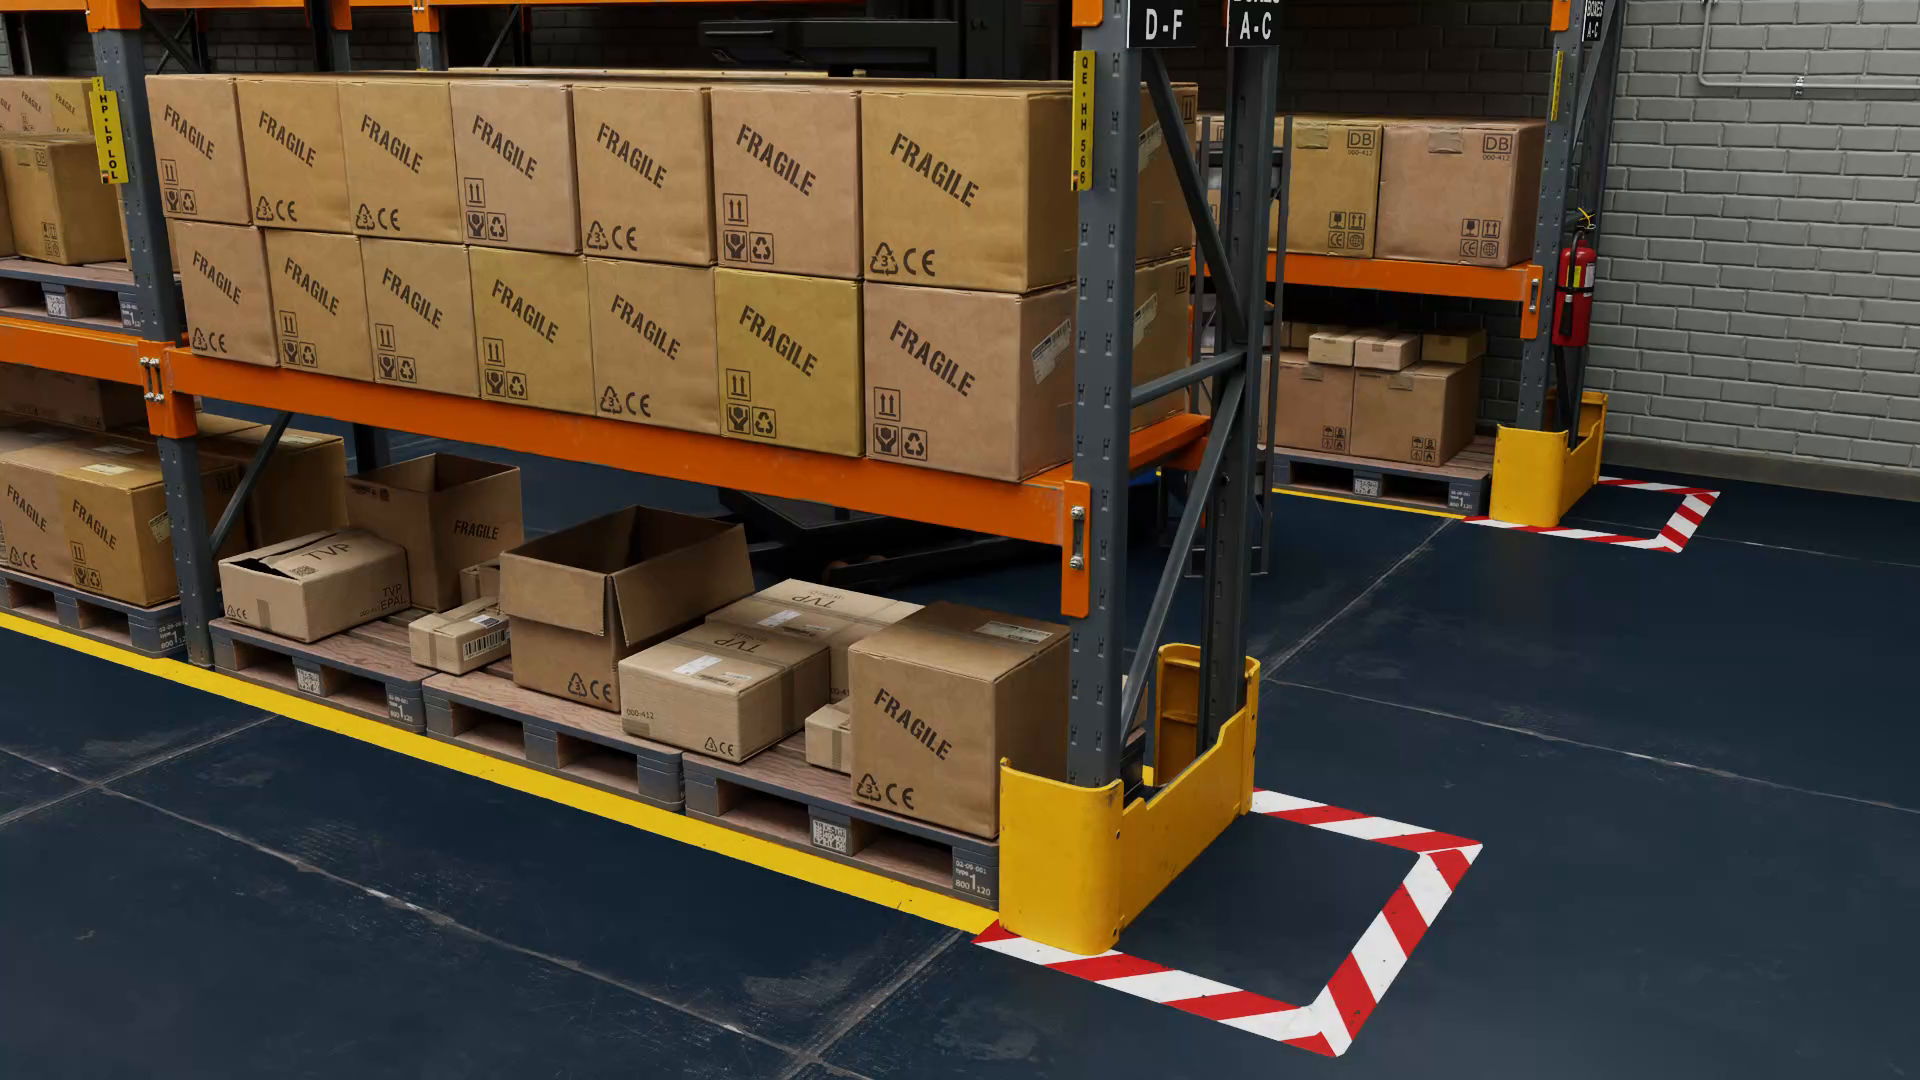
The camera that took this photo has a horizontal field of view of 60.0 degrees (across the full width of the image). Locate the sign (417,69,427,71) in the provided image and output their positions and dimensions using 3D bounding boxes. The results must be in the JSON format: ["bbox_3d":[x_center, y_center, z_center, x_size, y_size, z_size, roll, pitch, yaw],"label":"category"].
[{"bbox_3d":[-3.900,-3.262,12.104,0.005,0.325,0.100,10,20,30],"label":"sign"}]

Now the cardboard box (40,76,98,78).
[{"bbox_3d":[-8.184,-4.067,15.543,0.500,0.500,0.500,11,20,32],"label":"cardboard box"}]

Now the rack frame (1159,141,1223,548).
[{"bbox_3d":[1.186,-0.973,7.970,0.400,2.100,0.015,-2,17,-7],"label":"rack frame"}]

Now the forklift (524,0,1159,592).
[{"bbox_3d":[-0.542,-1.313,7.660,3.031,2.935,1.130,-9,19,-28],"label":"forklift"}]

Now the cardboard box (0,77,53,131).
[{"bbox_3d":[-8.449,-3.936,15.112,0.500,0.500,0.500,9,19,28],"label":"cardboard box"}]

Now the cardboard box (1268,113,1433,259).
[{"bbox_3d":[2.128,-1.992,9.261,0.700,0.700,0.980,10,20,30],"label":"cardboard box"}]

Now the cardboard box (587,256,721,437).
[{"bbox_3d":[-0.786,-0.642,5.160,0.500,0.500,0.500,10,20,30],"label":"cardboard box"}]

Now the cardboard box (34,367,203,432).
[{"bbox_3d":[-3.941,-0.706,7.796,0.500,0.250,0.500,10,20,30],"label":"cardboard box"}]

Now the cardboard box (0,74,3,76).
[{"bbox_3d":[-9.504,-4.297,16.301,0.500,0.500,0.500,10,20,31],"label":"cardboard box"}]

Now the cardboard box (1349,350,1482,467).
[{"bbox_3d":[2.544,-0.752,9.273,0.500,0.500,0.700,10,20,30],"label":"cardboard box"}]

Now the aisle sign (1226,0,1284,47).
[{"bbox_3d":[0.816,-1.744,4.489,0.004,0.787,0.394,10,20,30],"label":"aisle sign"}]

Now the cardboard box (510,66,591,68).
[{"bbox_3d":[-3.102,-3.436,12.523,0.500,0.250,0.500,11,20,32],"label":"cardboard box"}]

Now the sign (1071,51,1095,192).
[{"bbox_3d":[0.296,-1.009,4.005,0.005,0.325,0.100,10,20,30],"label":"sign"}]

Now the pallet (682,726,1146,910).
[{"bbox_3d":[-0.141,0.764,5.503,1.213,0.211,1.003,10,20,30],"label":"pallet"}]

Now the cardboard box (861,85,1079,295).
[{"bbox_3d":[0.081,-0.964,4.500,0.500,0.500,0.500,10,20,30],"label":"cardboard box"}]

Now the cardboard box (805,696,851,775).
[{"bbox_3d":[-0.286,0.602,5.357,0.250,0.166,0.380,10,20,30],"label":"cardboard box"}]

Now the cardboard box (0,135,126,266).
[{"bbox_3d":[-3.710,-1.511,7.301,0.500,0.500,0.700,14,22,39],"label":"cardboard box"}]

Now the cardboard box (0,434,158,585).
[{"bbox_3d":[-3.792,-0.142,7.232,0.500,0.500,0.500,10,20,30],"label":"cardboard box"}]

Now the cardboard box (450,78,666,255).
[{"bbox_3d":[-1.232,-1.196,5.266,0.500,0.500,0.500,11,20,32],"label":"cardboard box"}]

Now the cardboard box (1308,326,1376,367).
[{"bbox_3d":[2.121,-1.075,9.222,0.250,0.149,0.380,11,20,32],"label":"cardboard box"}]

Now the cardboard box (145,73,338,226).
[{"bbox_3d":[-2.550,-1.431,6.039,0.500,0.500,0.500,11,20,31],"label":"cardboard box"}]

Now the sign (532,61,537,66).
[{"bbox_3d":[-3.336,-3.574,12.994,0.005,0.325,0.100,10,20,30],"label":"sign"}]

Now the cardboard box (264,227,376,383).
[{"bbox_3d":[-2.075,-0.872,5.919,0.500,0.500,0.500,11,20,31],"label":"cardboard box"}]

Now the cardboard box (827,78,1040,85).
[{"bbox_3d":[-0.086,-1.174,5.194,0.500,0.500,0.500,10,20,31],"label":"cardboard box"}]

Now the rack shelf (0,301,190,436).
[{"bbox_3d":[-4.509,-1.006,7.770,4.000,0.370,1.077,10,20,30],"label":"rack shelf"}]

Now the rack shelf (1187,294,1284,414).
[{"bbox_3d":[1.216,-0.889,7.743,0.431,0.518,0.480,-2,17,-7],"label":"rack shelf"}]

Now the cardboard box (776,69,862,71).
[{"bbox_3d":[-0.920,-3.045,11.235,0.500,0.250,0.500,10,20,31],"label":"cardboard box"}]

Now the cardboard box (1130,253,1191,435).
[{"bbox_3d":[0.364,-0.618,5.084,0.500,0.500,0.500,11,20,31],"label":"cardboard box"}]

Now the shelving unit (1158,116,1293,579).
[{"bbox_3d":[1.216,-0.902,7.739,0.431,2.100,0.503,-2,17,-7],"label":"shelving unit"}]

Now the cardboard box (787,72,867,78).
[{"bbox_3d":[-0.747,-2.840,10.561,0.500,0.250,0.500,11,20,31],"label":"cardboard box"}]

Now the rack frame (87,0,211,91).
[{"bbox_3d":[-7.032,-3.490,14.711,0.127,3.000,1.000,10,20,30],"label":"rack frame"}]

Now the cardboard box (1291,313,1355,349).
[{"bbox_3d":[2.110,-1.208,9.658,0.250,0.149,0.380,10,20,31],"label":"cardboard box"}]

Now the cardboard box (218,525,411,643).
[{"bbox_3d":[-2.560,0.147,6.605,0.500,0.311,0.500,10,20,30],"label":"cardboard box"}]

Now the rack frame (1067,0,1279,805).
[{"bbox_3d":[0.604,-0.438,4.661,0.127,3.000,1.000,10,20,30],"label":"rack frame"}]

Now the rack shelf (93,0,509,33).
[{"bbox_3d":[-5.328,-4.277,13.378,4.000,0.370,1.077,10,20,30],"label":"rack shelf"}]

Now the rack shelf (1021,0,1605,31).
[{"bbox_3d":[1.489,-3.060,9.372,4.000,0.370,1.077,10,20,30],"label":"rack shelf"}]

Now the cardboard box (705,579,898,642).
[{"bbox_3d":[-0.563,0.362,6.001,0.500,0.250,0.500,10,20,30],"label":"cardboard box"}]

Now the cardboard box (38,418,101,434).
[{"bbox_3d":[-3.972,-0.351,7.919,0.500,0.500,0.500,10,20,31],"label":"cardboard box"}]

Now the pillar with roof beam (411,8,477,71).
[{"bbox_3d":[-6.532,-5.098,9.682,0.400,9.000,9.100,10,20,30],"label":"pillar with roof beam"}]

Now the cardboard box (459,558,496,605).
[{"bbox_3d":[-1.820,0.166,6.822,0.250,0.149,0.380,10,20,30],"label":"cardboard box"}]

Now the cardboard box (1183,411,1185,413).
[{"bbox_3d":[1.231,-0.984,10.036,0.500,0.500,0.700,11,20,31],"label":"cardboard box"}]

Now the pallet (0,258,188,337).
[{"bbox_3d":[-3.428,-1.103,7.181,1.213,0.211,1.003,10,20,30],"label":"pallet"}]

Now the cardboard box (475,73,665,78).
[{"bbox_3d":[-1.371,-1.406,5.956,0.500,0.500,0.500,10,20,30],"label":"cardboard box"}]

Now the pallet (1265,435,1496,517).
[{"bbox_3d":[2.471,-0.433,9.444,1.213,0.211,1.003,10,20,30],"label":"pallet"}]

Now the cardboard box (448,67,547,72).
[{"bbox_3d":[-3.347,-3.303,12.087,0.500,0.250,0.500,11,20,31],"label":"cardboard box"}]
